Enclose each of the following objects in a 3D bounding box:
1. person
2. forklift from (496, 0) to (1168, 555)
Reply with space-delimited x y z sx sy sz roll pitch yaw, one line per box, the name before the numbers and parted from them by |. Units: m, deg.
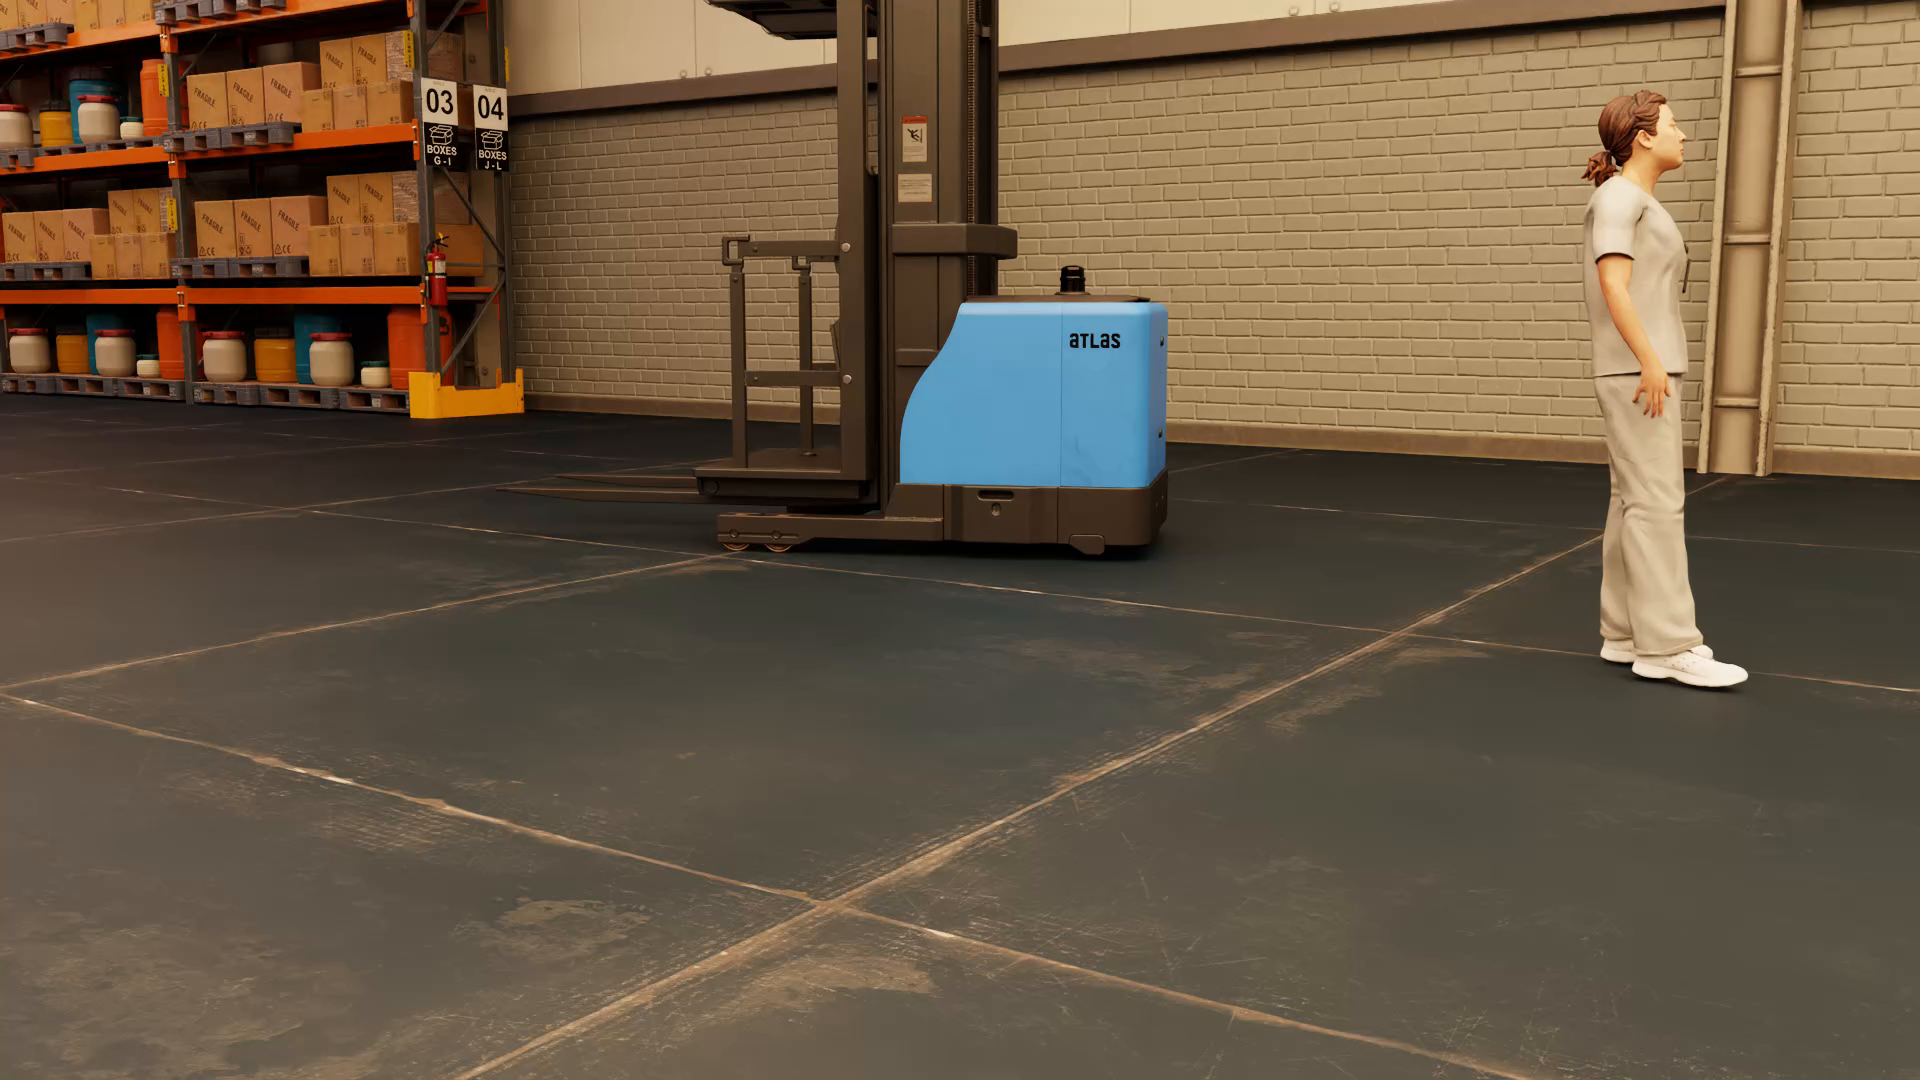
person | 2.052 -0.459 4.829 0.548 1.673 0.550 4 9 28
forklift | -0.596 -1.469 7.520 3.031 2.935 1.130 2 8 12
